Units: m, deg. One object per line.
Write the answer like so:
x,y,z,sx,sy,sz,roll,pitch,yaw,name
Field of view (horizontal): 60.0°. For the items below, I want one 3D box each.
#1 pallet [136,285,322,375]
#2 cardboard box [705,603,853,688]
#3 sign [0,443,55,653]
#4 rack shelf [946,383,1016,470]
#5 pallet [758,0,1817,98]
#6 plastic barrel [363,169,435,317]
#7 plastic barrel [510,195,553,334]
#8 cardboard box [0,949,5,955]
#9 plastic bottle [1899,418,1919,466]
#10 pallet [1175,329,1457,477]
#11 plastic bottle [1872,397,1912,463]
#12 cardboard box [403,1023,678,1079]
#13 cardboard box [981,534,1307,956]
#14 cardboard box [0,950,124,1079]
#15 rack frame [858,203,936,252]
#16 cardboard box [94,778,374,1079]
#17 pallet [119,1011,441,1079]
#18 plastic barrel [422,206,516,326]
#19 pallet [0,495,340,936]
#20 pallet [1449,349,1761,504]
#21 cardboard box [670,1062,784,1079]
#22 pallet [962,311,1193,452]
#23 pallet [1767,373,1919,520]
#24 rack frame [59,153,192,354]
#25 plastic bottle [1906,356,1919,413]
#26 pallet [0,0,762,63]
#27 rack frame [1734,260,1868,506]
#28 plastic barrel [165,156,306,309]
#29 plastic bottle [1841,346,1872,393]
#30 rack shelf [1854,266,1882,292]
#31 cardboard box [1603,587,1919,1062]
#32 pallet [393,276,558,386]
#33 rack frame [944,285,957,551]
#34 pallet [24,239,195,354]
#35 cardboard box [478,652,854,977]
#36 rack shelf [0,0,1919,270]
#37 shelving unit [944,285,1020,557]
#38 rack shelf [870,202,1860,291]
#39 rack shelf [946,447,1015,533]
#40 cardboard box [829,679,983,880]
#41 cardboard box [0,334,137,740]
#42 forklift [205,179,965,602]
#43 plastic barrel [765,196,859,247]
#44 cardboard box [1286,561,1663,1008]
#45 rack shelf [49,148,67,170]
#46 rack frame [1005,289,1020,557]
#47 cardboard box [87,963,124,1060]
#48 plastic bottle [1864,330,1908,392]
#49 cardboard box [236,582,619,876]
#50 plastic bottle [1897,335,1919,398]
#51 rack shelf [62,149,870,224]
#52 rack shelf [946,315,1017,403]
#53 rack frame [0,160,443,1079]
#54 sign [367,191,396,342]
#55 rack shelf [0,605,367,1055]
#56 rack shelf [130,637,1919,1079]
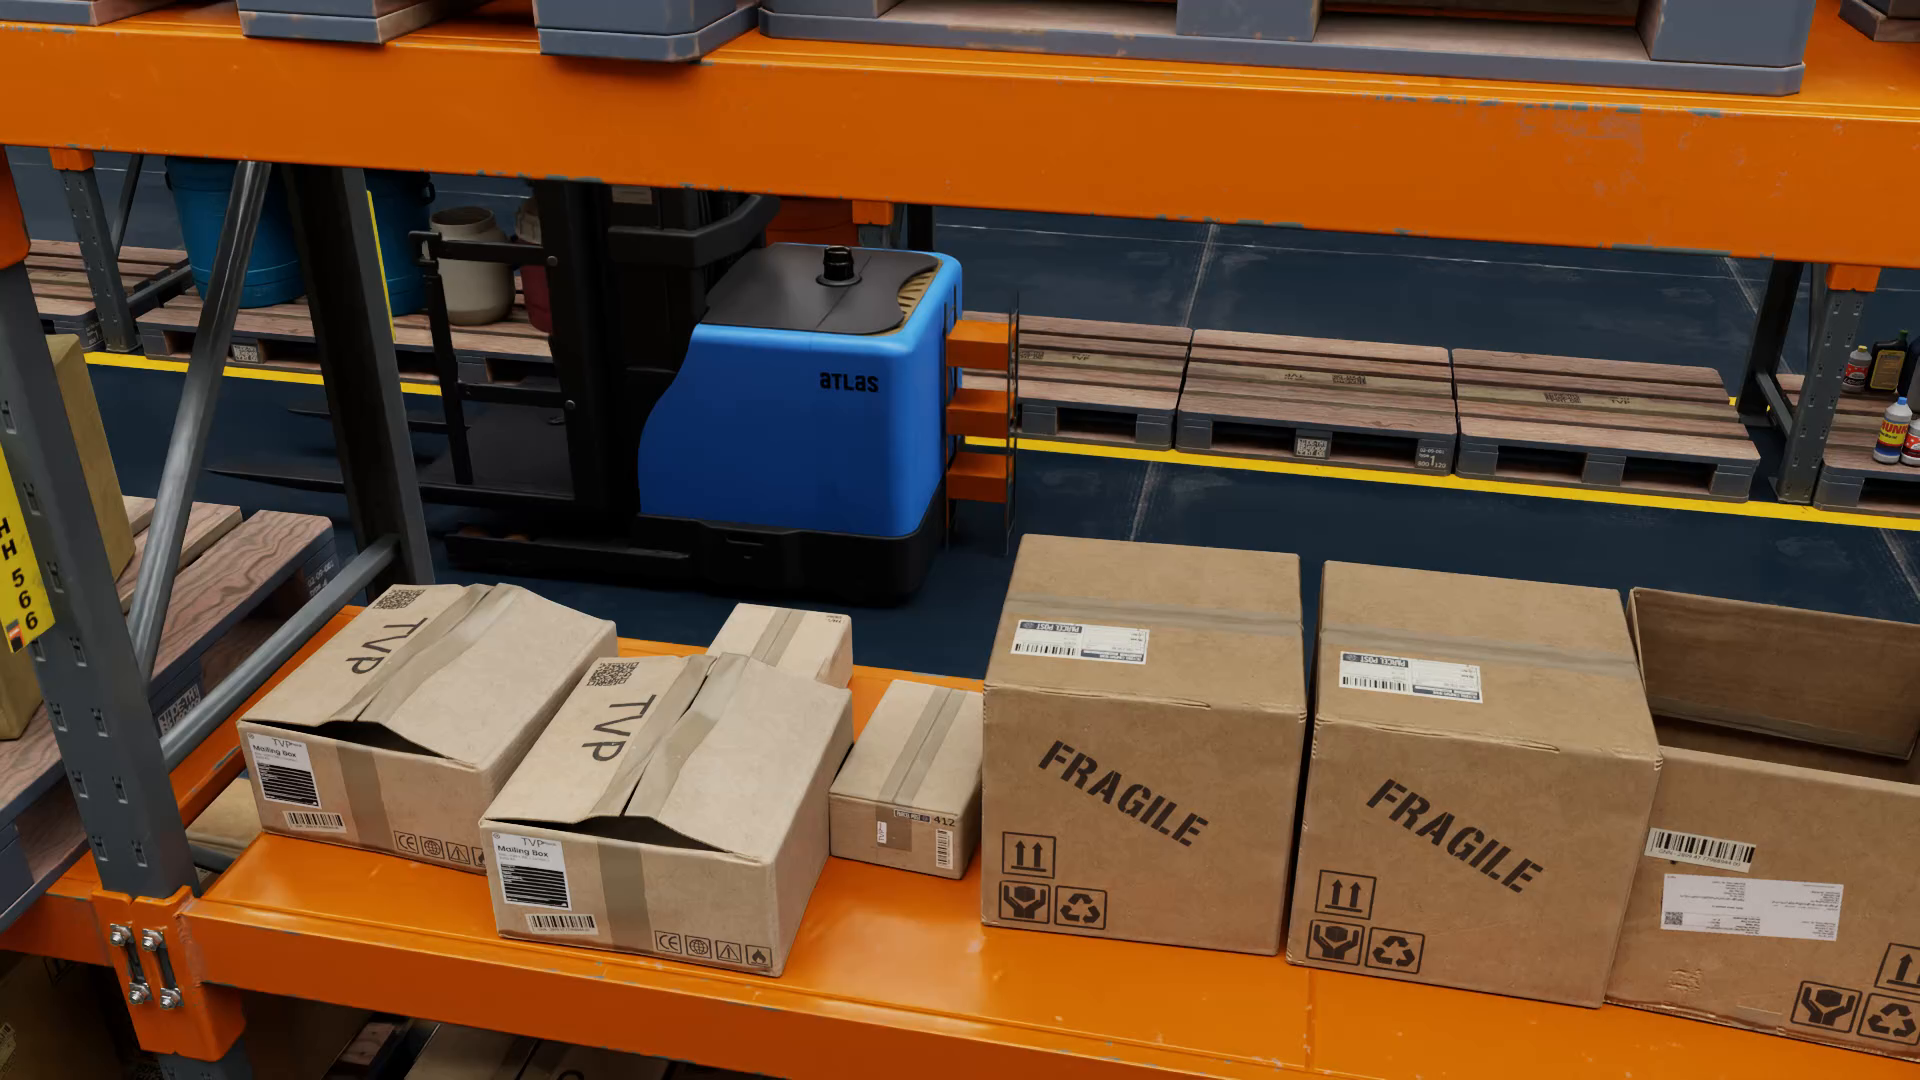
-3.452,-1.182,8.690,1.213,0.211,1.003,6,29,11,pallet
-0.386,0.295,3.349,0.250,0.149,0.380,6,29,11,cardboard box
-1.428,0.007,2.490,0.005,0.325,0.100,6,29,11,sign
0.084,-0.444,6.489,0.240,0.259,0.215,5,29,10,rack shelf
0.453,-0.872,2.291,1.213,0.211,1.003,7,30,13,pallet
-2.976,-1.633,8.356,0.708,0.901,0.600,6,29,11,plastic barrel
-1.872,-1.382,8.225,0.708,0.588,0.600,6,29,11,plastic barrel
-2.343,0.812,3.507,0.500,0.250,0.500,7,29,12,cardboard box
3.946,-0.418,6.845,0.097,0.201,0.097,0,29,0,plastic bottle
1.653,-0.659,7.734,1.213,0.211,1.003,6,29,11,pallet
3.846,-0.459,6.847,0.097,0.271,0.097,0,29,0,plastic bottle
-0.873,1.191,3.293,0.500,0.311,0.500,7,29,12,cardboard box
0.321,0.341,2.899,0.500,0.500,0.500,4,29,8,cardboard box
-2.287,1.144,3.681,0.500,0.500,0.500,7,29,13,cardboard box
-0.286,-2.101,7.465,0.127,3.000,1.000,6,29,11,rack frame
-1.709,0.948,4.039,0.500,0.500,0.500,7,29,13,cardboard box
-2.046,1.355,4.055,1.213,0.211,1.003,6,29,11,pallet
-2.443,-1.363,8.270,0.421,0.512,0.421,0,29,0,plastic barrel
-2.001,0.274,3.326,1.003,0.211,1.213,6,29,11,pallet
2.850,-0.538,7.512,1.213,0.211,1.003,6,29,11,pallet
-0.357,1.240,3.204,0.500,0.311,0.500,5,29,9,cardboard box
0.464,-0.782,7.959,1.213,0.211,1.003,6,29,11,pallet
4.274,-0.390,7.243,1.213,0.211,1.003,6,29,11,pallet
-4.197,-2.502,8.197,0.127,3.000,1.000,6,29,11,rack frame
4.286,-0.734,7.268,0.185,0.351,0.144,6,29,11,plastic bottle
-0.641,-0.982,2.494,1.003,0.211,1.213,7,30,13,pallet
3.626,-1.700,6.732,0.127,3.000,1.000,6,29,11,rack frame
-3.669,-1.704,8.486,0.708,0.901,0.600,6,29,11,plastic barrel
4.046,-0.776,7.499,0.097,0.201,0.097,0,29,0,plastic bottle
5.582,-1.184,6.538,4.000,0.370,1.077,6,29,11,rack shelf
1.325,0.444,2.711,0.500,0.500,0.500,8,30,14,cardboard box
-2.255,-1.061,8.468,1.213,0.211,1.003,6,29,11,pallet
-0.036,-0.464,6.505,0.008,1.050,0.200,5,29,10,rack frame
-4.925,-1.335,8.968,1.213,0.211,1.003,6,29,11,pallet
-0.489,0.444,2.908,0.500,0.311,0.500,6,29,10,cardboard box
0.632,-0.575,2.302,4.000,0.370,1.077,6,29,11,rack shelf
0.084,-0.453,6.484,0.252,1.050,0.215,5,29,10,shelving unit
1.670,-1.585,7.271,4.000,0.370,1.077,6,29,11,rack shelf
0.084,-0.200,6.623,0.240,0.259,0.215,5,29,10,rack shelf
-0.065,0.436,3.091,0.250,0.149,0.380,8,30,14,cardboard box
-1.963,-0.014,3.110,0.500,0.500,0.700,-4,29,-6,cardboard box
-1.548,-1.396,6.247,3.031,2.935,1.130,5,29,10,forklift
-0.768,-1.375,7.960,0.708,0.830,0.600,6,29,11,plastic barrel
0.835,0.394,2.803,0.500,0.500,0.500,6,29,11,cardboard box
-6.153,-2.387,8.736,4.000,0.370,1.077,6,29,11,rack shelf
0.204,-0.442,6.463,0.008,1.050,0.200,5,29,10,rack frame
-2.222,0.898,4.131,0.500,0.500,0.500,5,29,9,cardboard box
4.166,-0.808,7.473,0.133,0.283,0.061,7,30,13,plastic bottle
-0.977,0.321,3.134,0.500,0.311,0.500,8,30,14,cardboard box
4.316,-0.802,7.392,0.185,0.351,0.144,5,29,9,plastic bottle
-2.242,-1.986,8.004,4.000,0.370,1.077,6,29,11,rack shelf
0.084,-0.693,6.353,0.240,0.259,0.215,5,29,10,rack shelf
-1.324,0.225,3.216,0.127,3.000,1.000,6,29,11,rack frame
-1.211,-0.544,3.415,0.005,0.325,0.100,6,29,11,sign
-3.280,0.340,3.755,4.000,0.370,1.077,6,29,11,rack shelf
0.632,0.741,3.023,4.000,0.370,1.077,6,29,11,rack shelf
